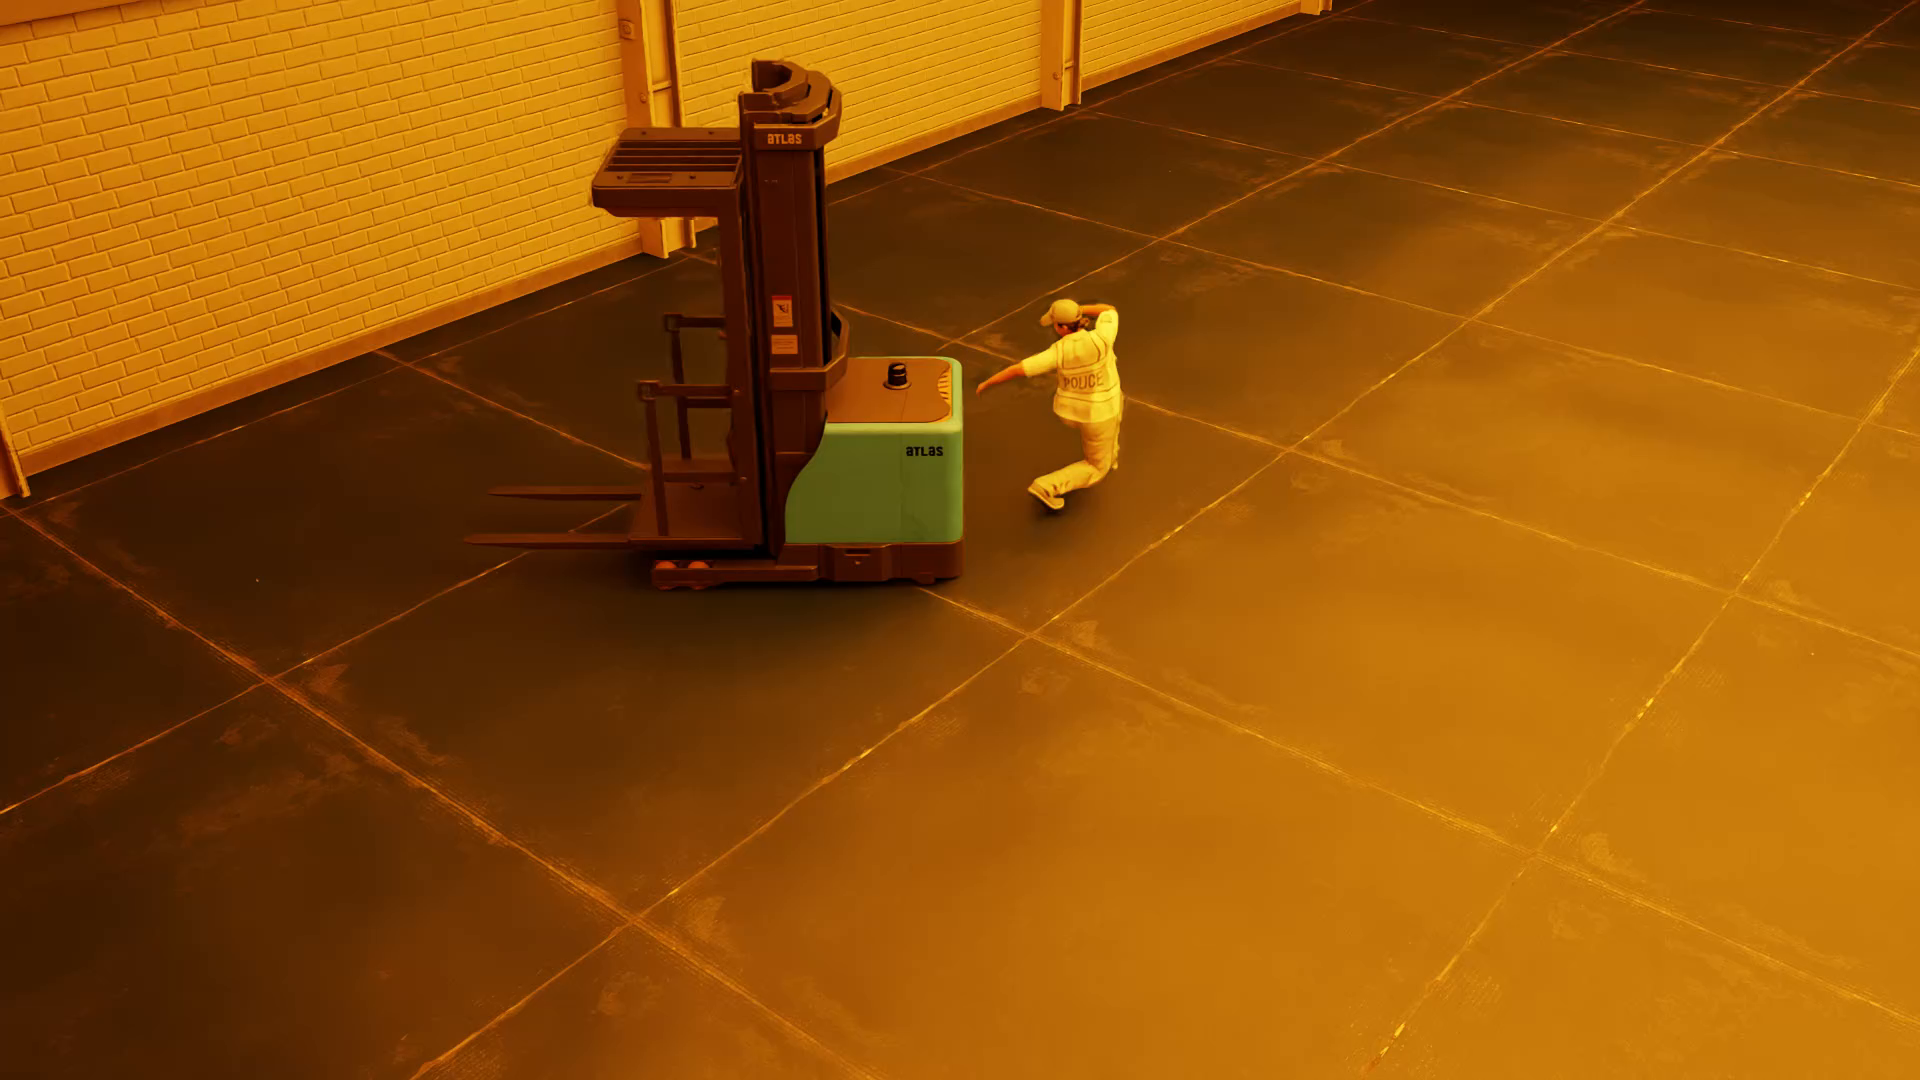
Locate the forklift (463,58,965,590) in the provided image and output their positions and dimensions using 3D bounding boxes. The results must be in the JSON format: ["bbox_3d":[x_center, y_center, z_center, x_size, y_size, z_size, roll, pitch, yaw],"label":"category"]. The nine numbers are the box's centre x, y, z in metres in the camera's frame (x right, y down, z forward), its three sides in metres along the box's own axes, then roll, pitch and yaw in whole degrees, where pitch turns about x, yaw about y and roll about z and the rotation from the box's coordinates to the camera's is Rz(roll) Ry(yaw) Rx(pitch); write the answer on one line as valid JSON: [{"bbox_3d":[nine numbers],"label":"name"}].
[{"bbox_3d":[-1.488,-1.235,9.709,3.031,2.935,1.130,0,30,0],"label":"forklift"}]

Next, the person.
[{"bbox_3d":[0.653,-0.963,10.793,0.853,1.382,0.944,19,35,29],"label":"person"}]
